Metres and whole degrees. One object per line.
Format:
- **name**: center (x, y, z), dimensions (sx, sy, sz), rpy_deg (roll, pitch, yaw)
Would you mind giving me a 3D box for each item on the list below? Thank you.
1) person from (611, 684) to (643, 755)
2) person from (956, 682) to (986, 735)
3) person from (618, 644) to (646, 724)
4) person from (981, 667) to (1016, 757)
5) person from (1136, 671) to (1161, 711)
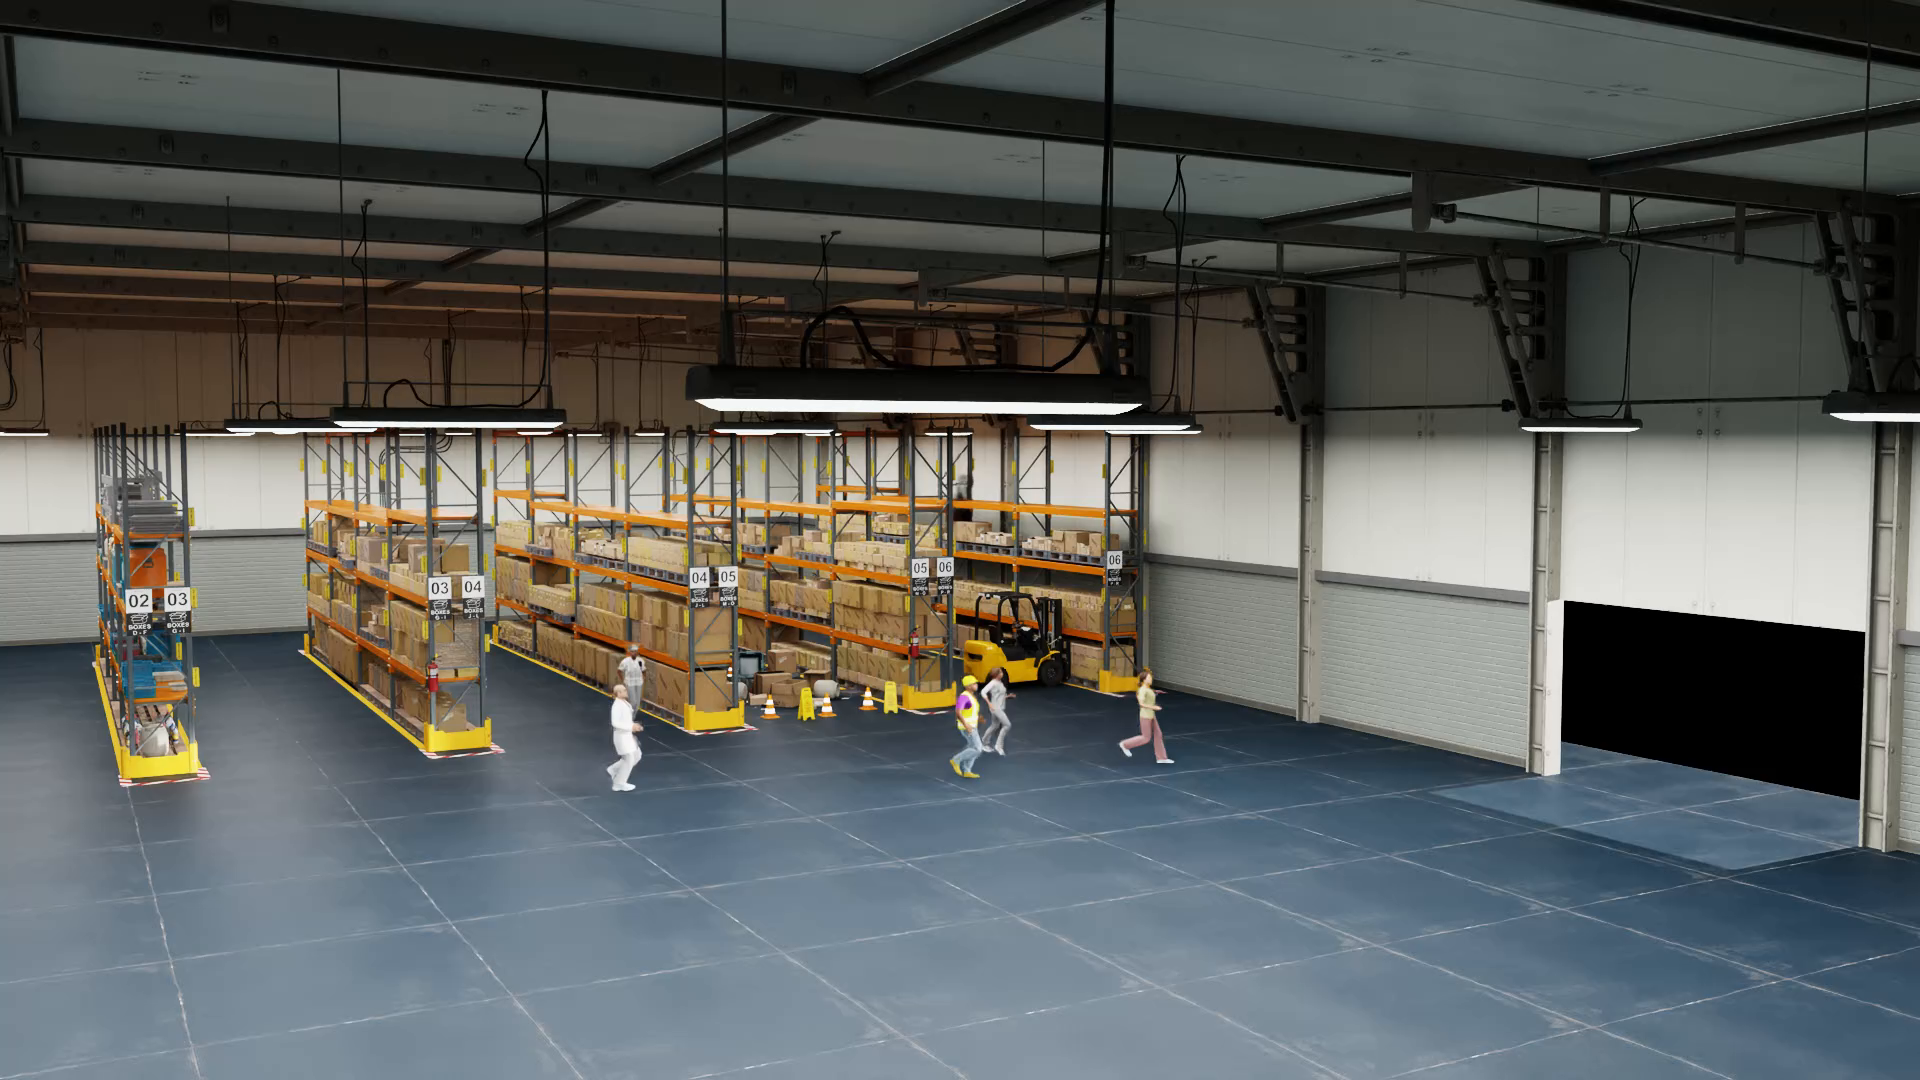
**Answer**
- **person**: center (-5.416, 2.916, 27.060), dimensions (0.587, 1.140, 0.703), rpy_deg (0, 3, 0)
- **person**: center (0.190, 2.789, 28.105), dimensions (0.461, 0.921, 0.715), rpy_deg (0, 3, 7)
- **person**: center (-6.483, 2.888, 33.014), dimensions (0.524, 1.662, 0.422), rpy_deg (-2, 4, -34)
- **person**: center (0.672, 3.101, 30.074), dimensions (0.691, 1.627, 0.503), rpy_deg (1, 4, 11)
- **person**: center (3.317, 2.692, 29.229), dimensions (0.532, 0.770, 0.592), rpy_deg (1, 4, 16)
